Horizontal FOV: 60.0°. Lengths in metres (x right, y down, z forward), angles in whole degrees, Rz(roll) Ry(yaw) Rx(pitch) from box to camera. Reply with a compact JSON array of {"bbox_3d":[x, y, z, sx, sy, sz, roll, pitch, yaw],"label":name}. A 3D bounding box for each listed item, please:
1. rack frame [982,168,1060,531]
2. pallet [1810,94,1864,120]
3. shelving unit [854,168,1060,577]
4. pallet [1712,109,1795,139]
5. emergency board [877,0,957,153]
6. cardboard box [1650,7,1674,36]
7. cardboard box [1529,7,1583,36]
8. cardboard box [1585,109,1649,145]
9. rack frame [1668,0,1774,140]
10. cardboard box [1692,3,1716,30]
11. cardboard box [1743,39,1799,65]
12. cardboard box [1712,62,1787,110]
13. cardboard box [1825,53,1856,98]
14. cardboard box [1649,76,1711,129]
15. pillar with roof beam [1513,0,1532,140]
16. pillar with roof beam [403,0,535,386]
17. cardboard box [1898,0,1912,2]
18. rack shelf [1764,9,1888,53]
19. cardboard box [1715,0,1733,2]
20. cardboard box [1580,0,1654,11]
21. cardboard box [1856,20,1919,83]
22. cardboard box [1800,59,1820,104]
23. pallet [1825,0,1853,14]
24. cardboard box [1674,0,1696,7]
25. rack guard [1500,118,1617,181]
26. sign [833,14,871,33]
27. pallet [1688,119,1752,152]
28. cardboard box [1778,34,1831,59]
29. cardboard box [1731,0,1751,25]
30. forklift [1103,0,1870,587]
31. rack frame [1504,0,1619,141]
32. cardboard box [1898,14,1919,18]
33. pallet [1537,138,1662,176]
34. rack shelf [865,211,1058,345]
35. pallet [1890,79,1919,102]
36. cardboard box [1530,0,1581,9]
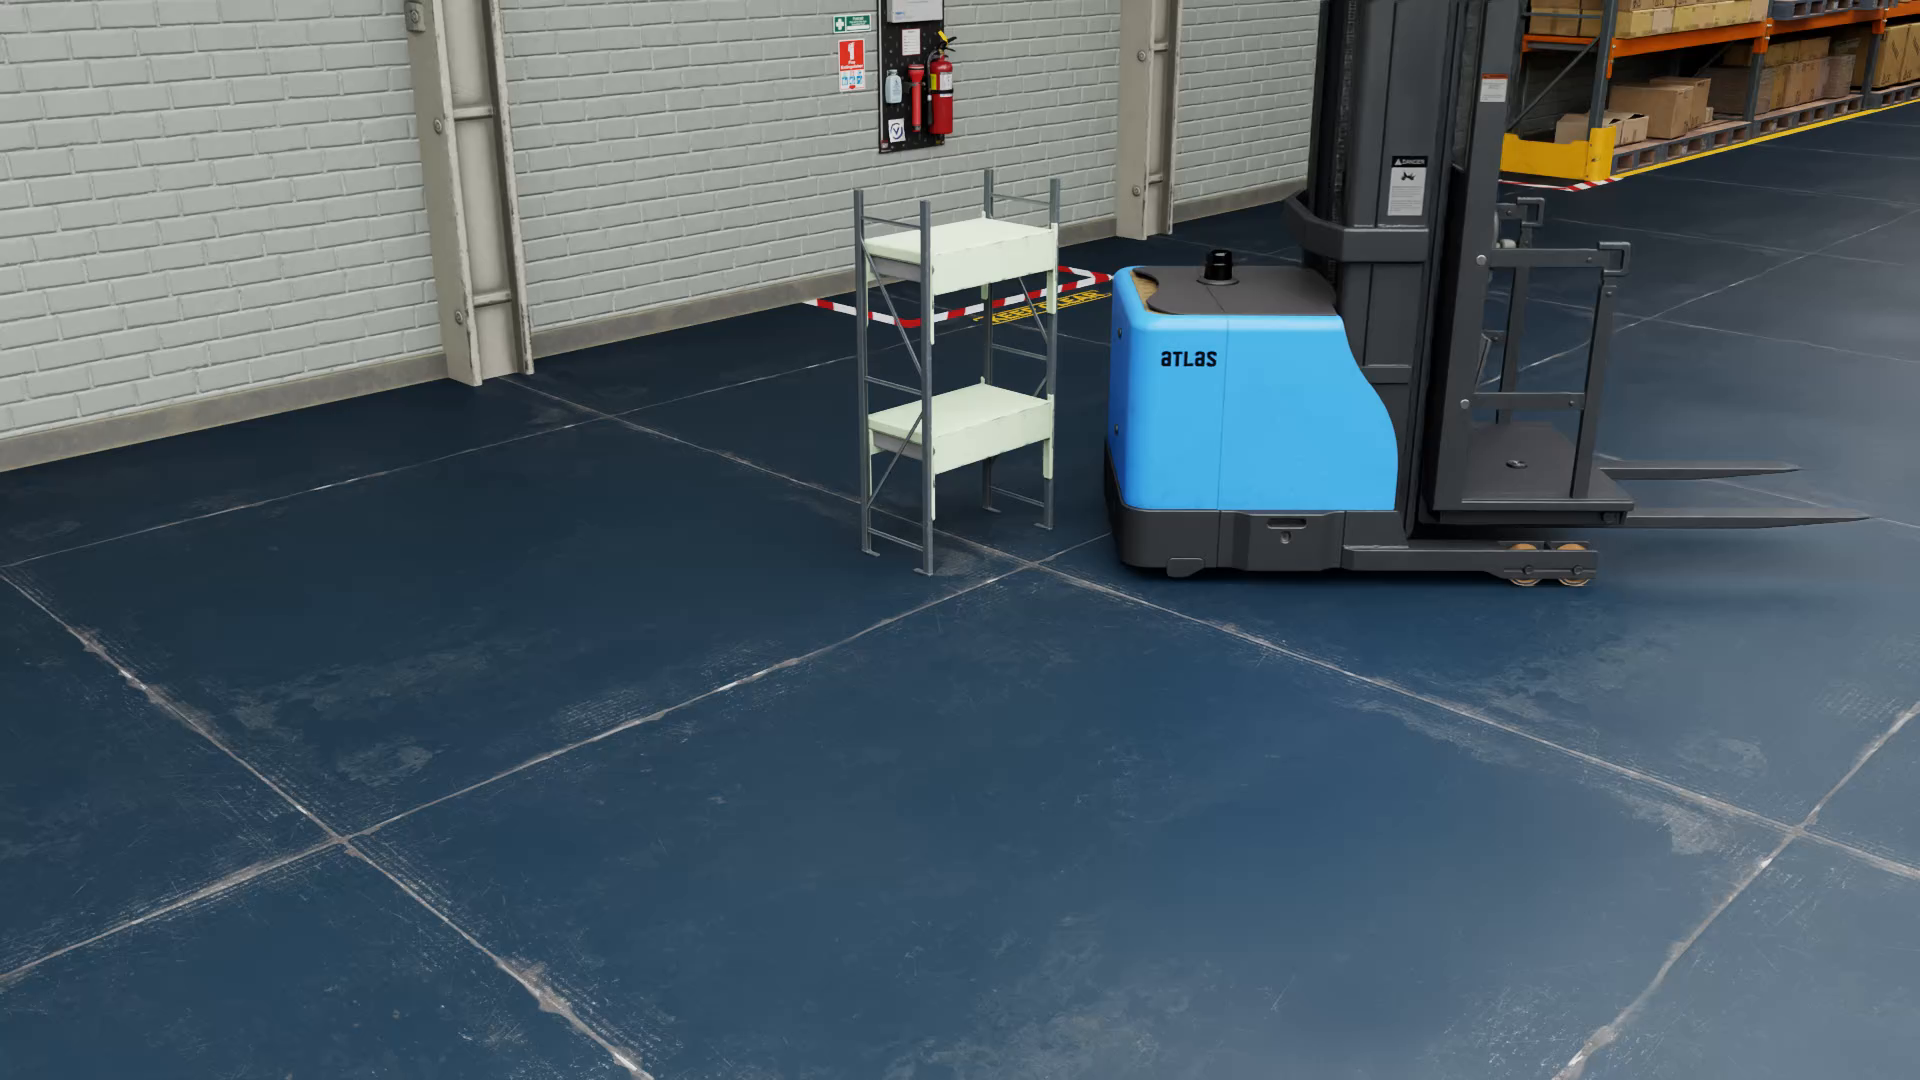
[{"bbox_3d":[0.251,-0.792,7.046,0.400,1.500,0.023,19,28,41],"label":"rack frame"},{"bbox_3d":[10.842,-5.593,21.331,1.003,0.211,1.213,19,28,41],"label":"pallet"},{"bbox_3d":[-0.005,-0.698,6.801,0.431,1.500,0.755,19,28,41],"label":"shelving unit"},{"bbox_3d":[9.140,-4.965,19.699,1.003,0.211,1.213,19,28,41],"label":"pallet"},{"bbox_3d":[-0.261,-3.267,11.393,0.194,1.169,0.643,19,28,41],"label":"emergency board"},{"bbox_3d":[6.727,-5.161,16.501,0.500,0.250,0.500,18,28,39],"label":"cardboard box"},{"bbox_3d":[5.995,-5.146,16.464,0.500,0.250,0.500,-20,28,-41],"label":"cardboard box"},{"bbox_3d":[6.752,-4.290,17.191,0.500,0.311,0.500,-17,27,-38],"label":"cardboard box"},{"bbox_3d":[8.598,-6.066,18.677,1.000,3.000,0.127,19,28,41],"label":"rack frame"},{"bbox_3d":[7.441,-5.419,17.175,0.500,0.250,0.500,20,28,41],"label":"cardboard box"},{"bbox_3d":[9.765,-5.897,20.062,0.500,0.250,0.500,18,28,39],"label":"cardboard box"},{"bbox_3d":[9.424,-5.444,19.928,0.700,0.500,0.500,19,28,40],"label":"cardboard box"},{"bbox_3d":[10.923,-5.935,21.206,0.500,0.500,0.700,-20,29,-41],"label":"cardboard box"},{"bbox_3d":[7.903,-4.828,18.326,0.500,0.500,0.500,17,27,37],"label":"cardboard box"},{"bbox_3d":[8.761,-7.157,13.154,9.100,9.000,0.400,19,28,41],"label":"pillar with roof beam"},{"bbox_3d":[0.389,-4.073,5.128,9.100,9.000,0.400,19,28,41],"label":"pillar with roof beam"},{"bbox_3d":[12.212,-7.123,21.748,0.250,0.149,0.380,-19,28,-40],"label":"cardboard box"},{"bbox_3d":[9.993,-6.245,20.143,1.077,0.370,4.000,19,28,41],"label":"rack shelf"},{"bbox_3d":[7.787,-5.900,17.381,0.500,0.500,0.500,18,28,39],"label":"cardboard box"},{"bbox_3d":[6.356,-5.375,16.014,0.500,0.500,0.500,19,28,41],"label":"cardboard box"},{"bbox_3d":[12.611,-6.667,22.650,0.750,0.750,0.750,19,28,40],"label":"cardboard box"},{"bbox_3d":[10.154,-5.697,20.587,0.700,0.500,0.500,19,28,40],"label":"cardboard box"},{"bbox_3d":[10.037,-6.486,20.036,1.003,0.211,1.213,19,28,41],"label":"pallet"},{"bbox_3d":[7.073,-5.631,16.680,0.500,0.500,0.500,18,27,39],"label":"cardboard box"},{"bbox_3d":[5.861,-3.891,16.501,1.175,0.500,0.348,19,28,41],"label":"rack guard"},{"bbox_3d":[-0.711,-3.413,10.986,0.001,0.109,0.331,19,28,41],"label":"sign"},{"bbox_3d":[8.155,-4.583,18.705,1.003,0.211,1.213,19,28,41],"label":"pallet"},{"bbox_3d":[10.481,-6.154,20.731,0.500,0.250,0.500,-20,28,-41],"label":"cardboard box"},{"bbox_3d":[8.131,-5.682,17.858,0.500,0.250,0.500,19,28,41],"label":"cardboard box"},{"bbox_3d":[2.155,-1.376,6.569,3.031,2.935,1.130,0,21,0],"label":"forklift"},{"bbox_3d":[5.807,-5.038,16.002,1.000,3.000,0.127,19,28,41],"label":"rack frame"},{"bbox_3d":[13.818,-7.116,23.818,0.750,0.750,0.750,20,28,41],"label":"cardboard box"},{"bbox_3d":[6.453,-3.956,17.073,1.003,0.211,1.213,19,28,41],"label":"pallet"},{"bbox_3d":[-0.005,-1.063,6.661,0.431,0.370,0.720,19,28,41],"label":"rack shelf"},{"bbox_3d":[12.843,-6.289,23.142,1.003,0.211,1.213,19,28,41],"label":"pallet"},{"bbox_3d":[5.984,-5.502,16.344,0.500,0.500,0.500,19,28,40],"label":"cardboard box"}]
